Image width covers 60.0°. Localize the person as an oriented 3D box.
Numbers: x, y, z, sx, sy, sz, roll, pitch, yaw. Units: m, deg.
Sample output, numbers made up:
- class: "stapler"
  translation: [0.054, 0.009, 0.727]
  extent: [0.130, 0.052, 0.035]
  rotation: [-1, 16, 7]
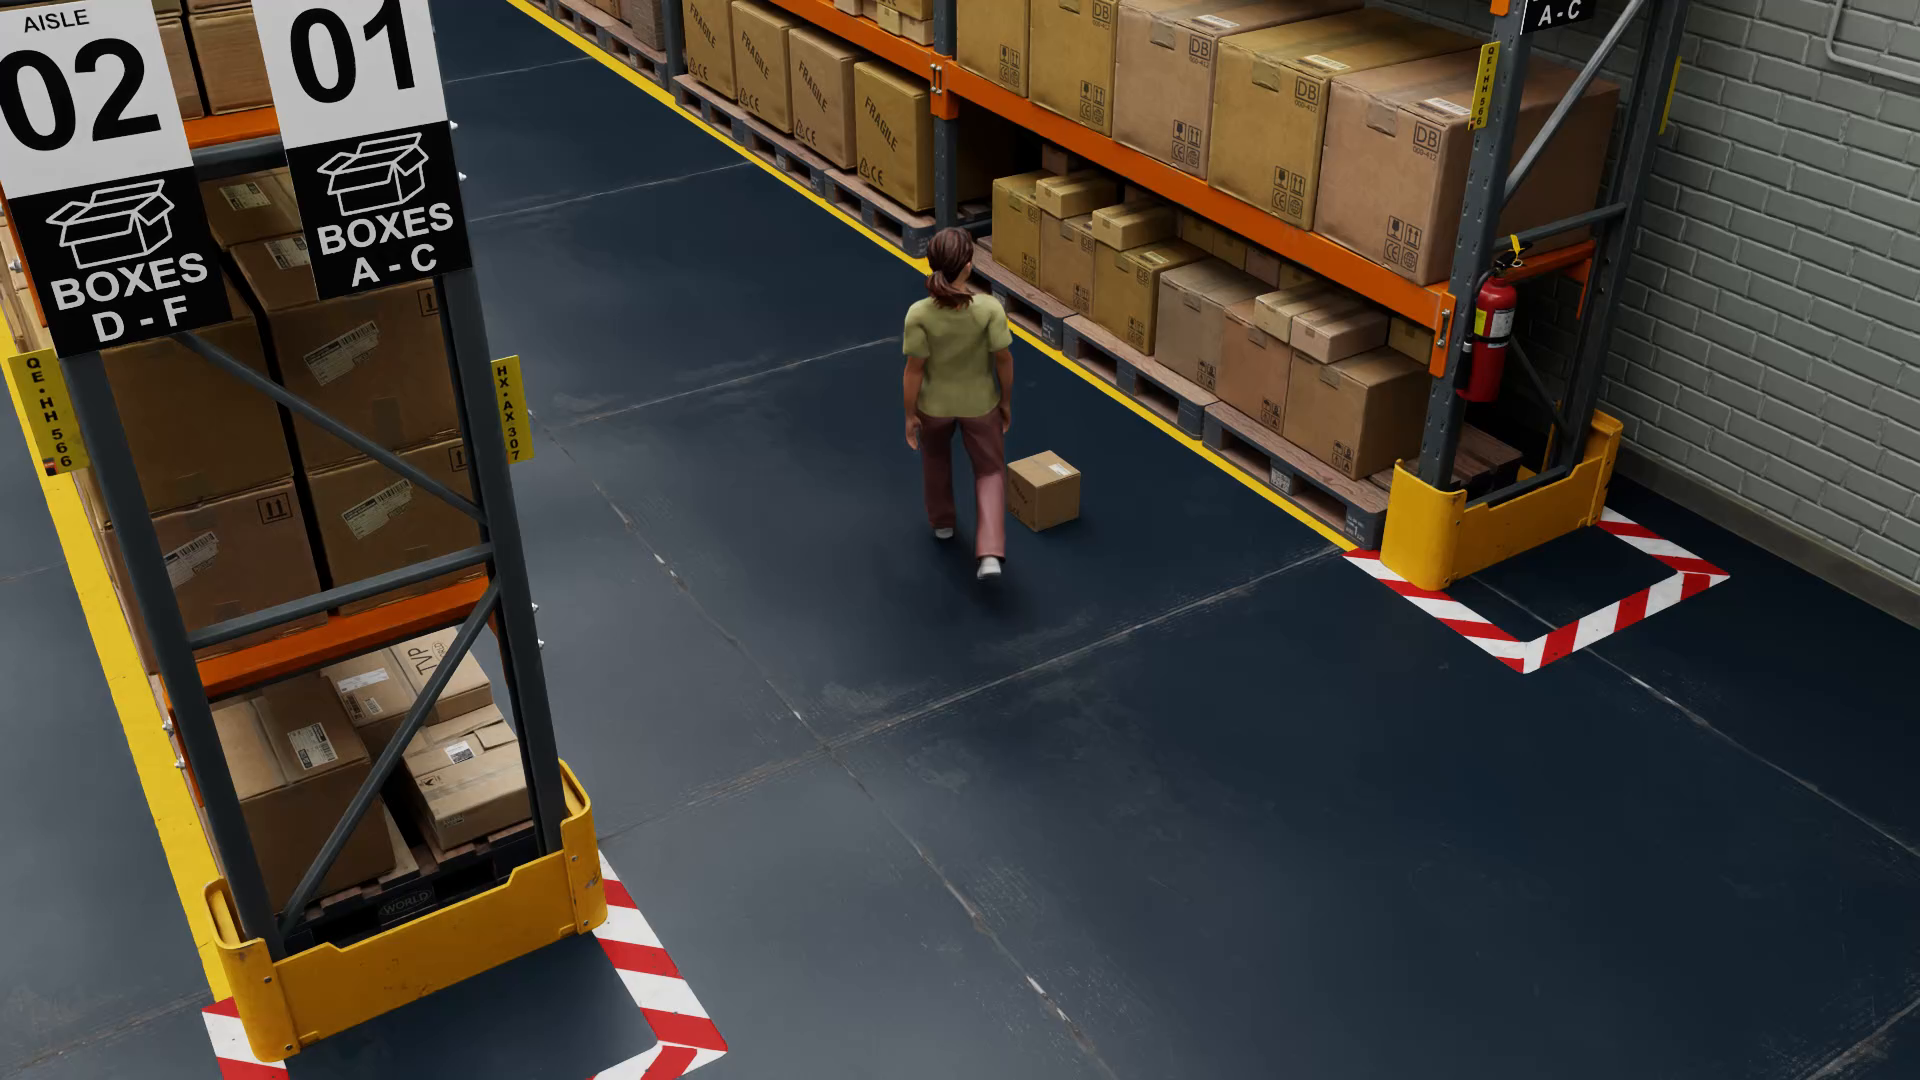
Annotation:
- class: "person"
  translation: [-0.006, -0.594, 7.086]
  extent: [0.461, 1.614, 0.920]
  rotation: [0, 33, 0]
